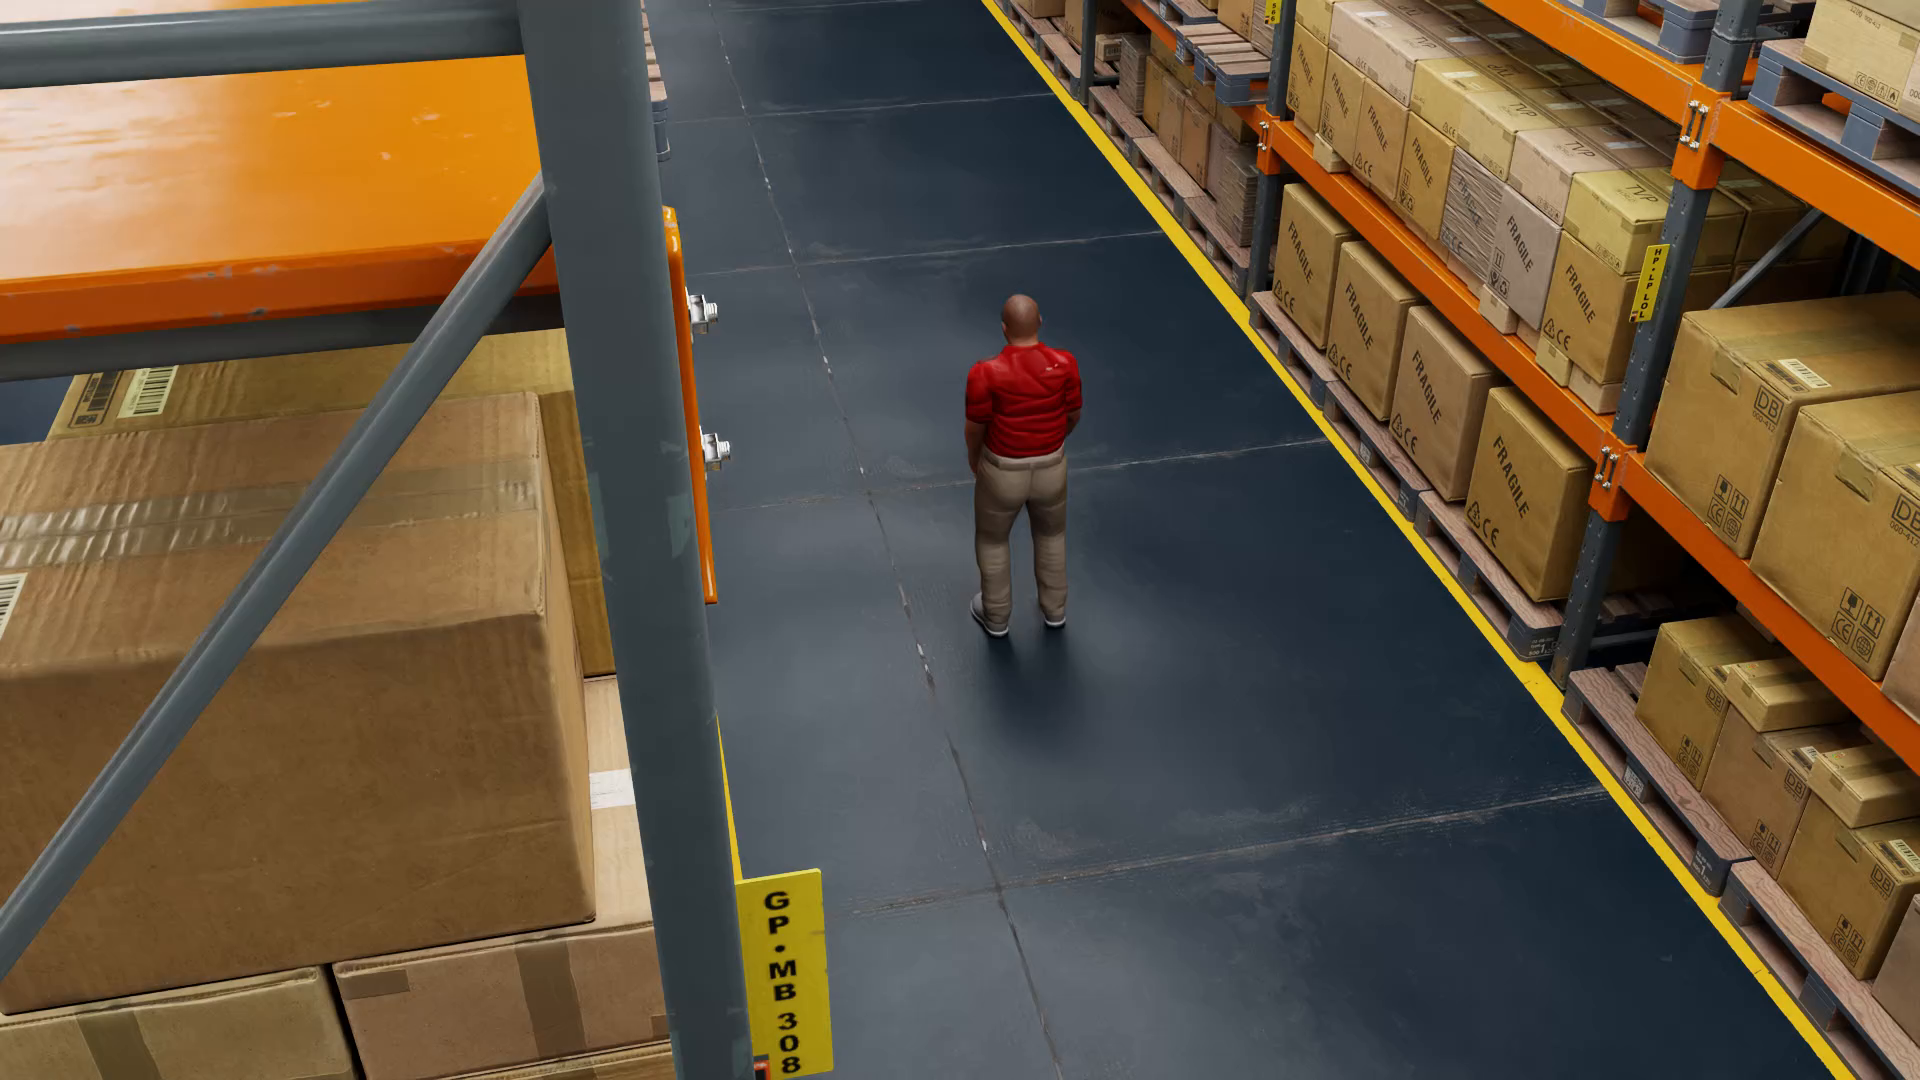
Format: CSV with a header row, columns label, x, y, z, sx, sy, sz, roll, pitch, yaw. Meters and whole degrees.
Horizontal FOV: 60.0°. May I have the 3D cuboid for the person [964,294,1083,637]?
label,x,y,z,sx,sy,sz,roll,pitch,yaw
person,0.274,-0.339,7.649,0.543,1.733,0.418,-8,35,-11
